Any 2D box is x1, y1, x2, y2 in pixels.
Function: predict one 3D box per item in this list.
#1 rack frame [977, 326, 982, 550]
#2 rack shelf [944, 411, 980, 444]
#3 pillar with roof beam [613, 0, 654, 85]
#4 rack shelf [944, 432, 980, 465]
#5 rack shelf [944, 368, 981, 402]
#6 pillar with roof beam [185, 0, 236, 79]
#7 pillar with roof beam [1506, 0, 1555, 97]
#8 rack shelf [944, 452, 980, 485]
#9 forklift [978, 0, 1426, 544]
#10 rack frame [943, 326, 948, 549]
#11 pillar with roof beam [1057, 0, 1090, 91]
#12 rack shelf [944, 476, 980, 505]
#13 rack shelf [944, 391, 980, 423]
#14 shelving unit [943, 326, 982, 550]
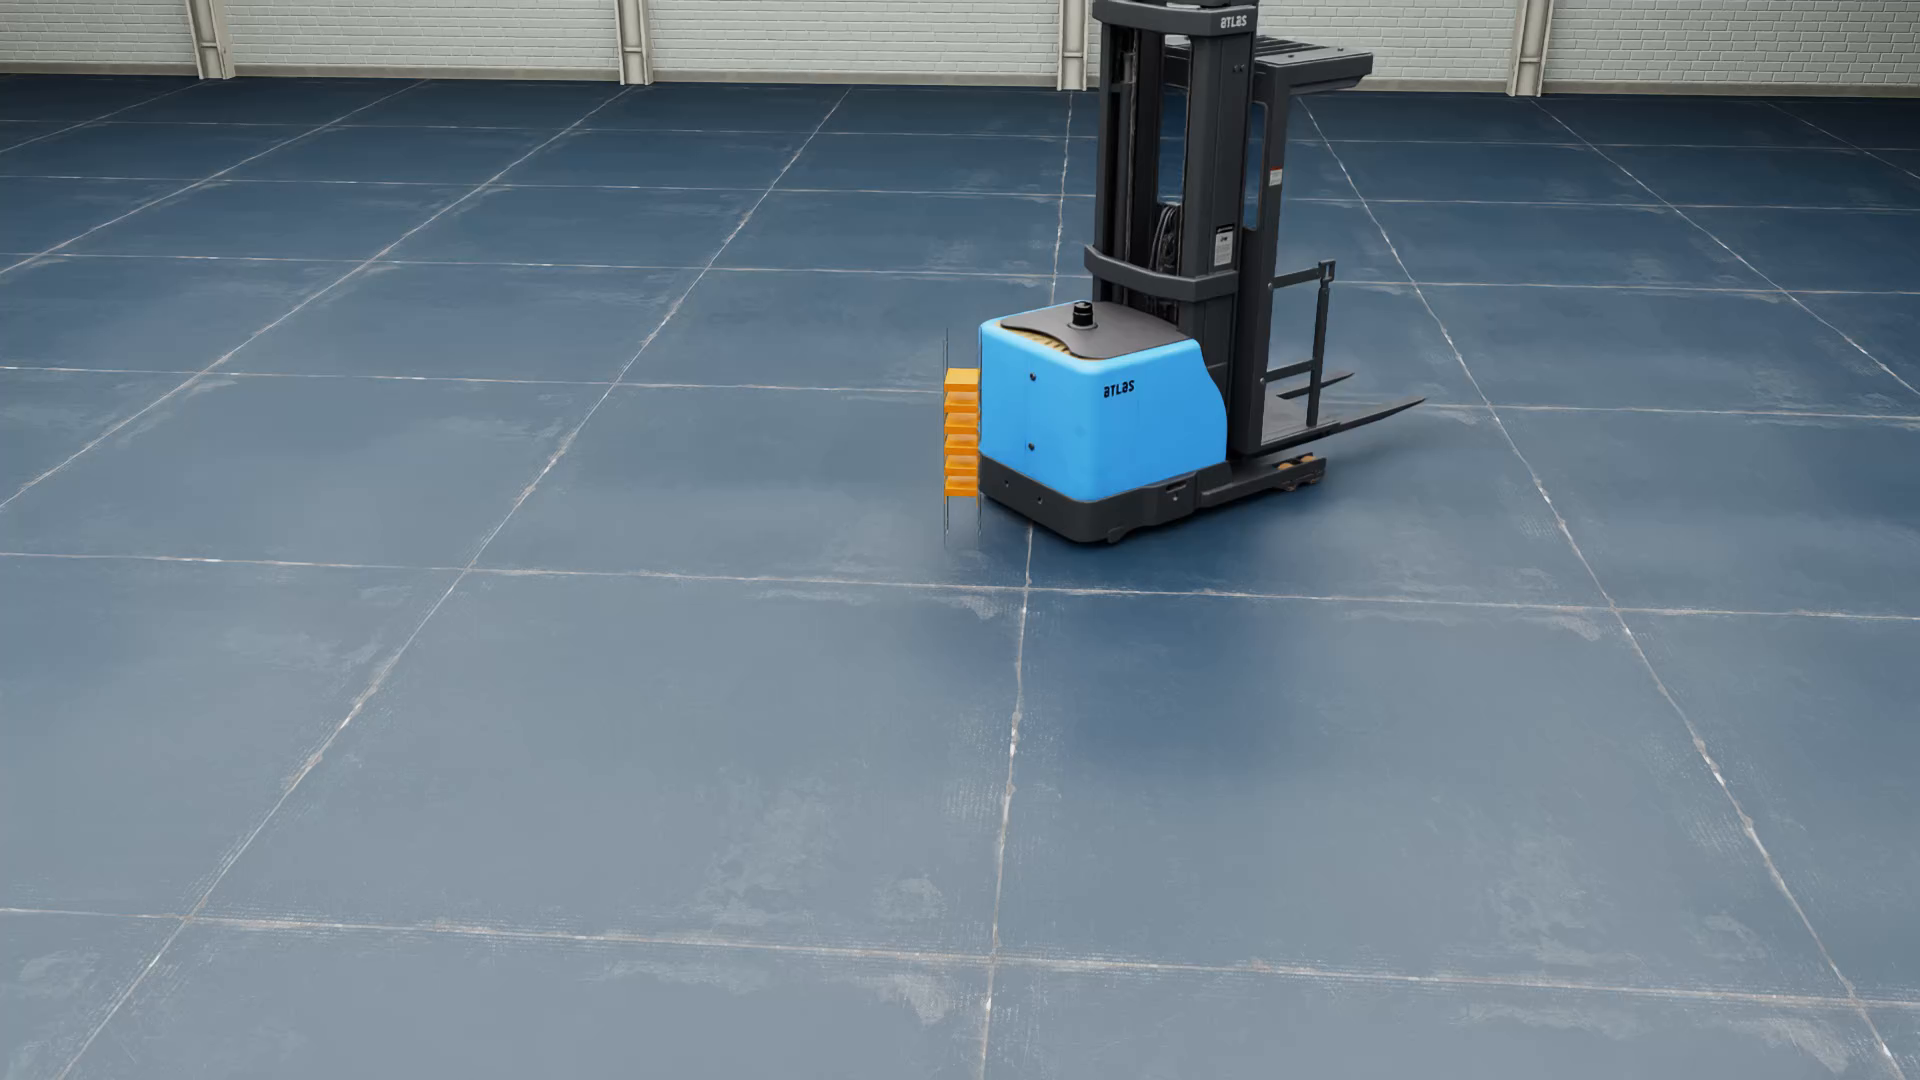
[{"bbox_3d":[0.106,-0.542,8.992,0.006,1.200,0.240,2,25,4],"label":"rack frame"},{"bbox_3d":[0.014,-0.613,8.967,0.180,0.103,0.258,2,25,4],"label":"rack shelf"},{"bbox_3d":[-4.791,-8.616,17.210,0.400,9.000,9.100,2,25,4],"label":"pillar with roof beam"},{"bbox_3d":[0.014,-0.504,9.017,0.180,0.103,0.258,2,25,4],"label":"rack shelf"},{"bbox_3d":[0.014,-0.831,8.866,0.180,0.103,0.258,2,25,4],"label":"rack shelf"},{"bbox_3d":[-10.774,-8.808,17.627,0.400,9.000,9.100,2,25,4],"label":"pillar with roof beam"},{"bbox_3d":[7.173,-8.232,16.375,0.400,9.000,9.100,2,25,4],"label":"pillar with roof beam"},{"bbox_3d":[0.014,-0.395,9.067,0.180,0.103,0.258,2,25,4],"label":"rack shelf"},{"bbox_3d":[1.579,-1.783,9.620,3.031,2.935,1.130,-17,30,-32],"label":"forklift"},{"bbox_3d":[-0.077,-0.548,9.005,0.006,1.200,0.240,2,25,4],"label":"rack frame"},{"bbox_3d":[1.191,-8.424,16.792,0.400,9.000,9.100,2,25,4],"label":"pillar with roof beam"},{"bbox_3d":[0.014,-0.286,9.117,0.180,0.103,0.258,2,25,4],"label":"rack shelf"},{"bbox_3d":[0.014,-0.722,8.916,0.180,0.103,0.258,2,25,4],"label":"rack shelf"},{"bbox_3d":[0.014,-0.545,8.998,0.189,1.200,0.258,2,25,4],"label":"shelving unit"}]
